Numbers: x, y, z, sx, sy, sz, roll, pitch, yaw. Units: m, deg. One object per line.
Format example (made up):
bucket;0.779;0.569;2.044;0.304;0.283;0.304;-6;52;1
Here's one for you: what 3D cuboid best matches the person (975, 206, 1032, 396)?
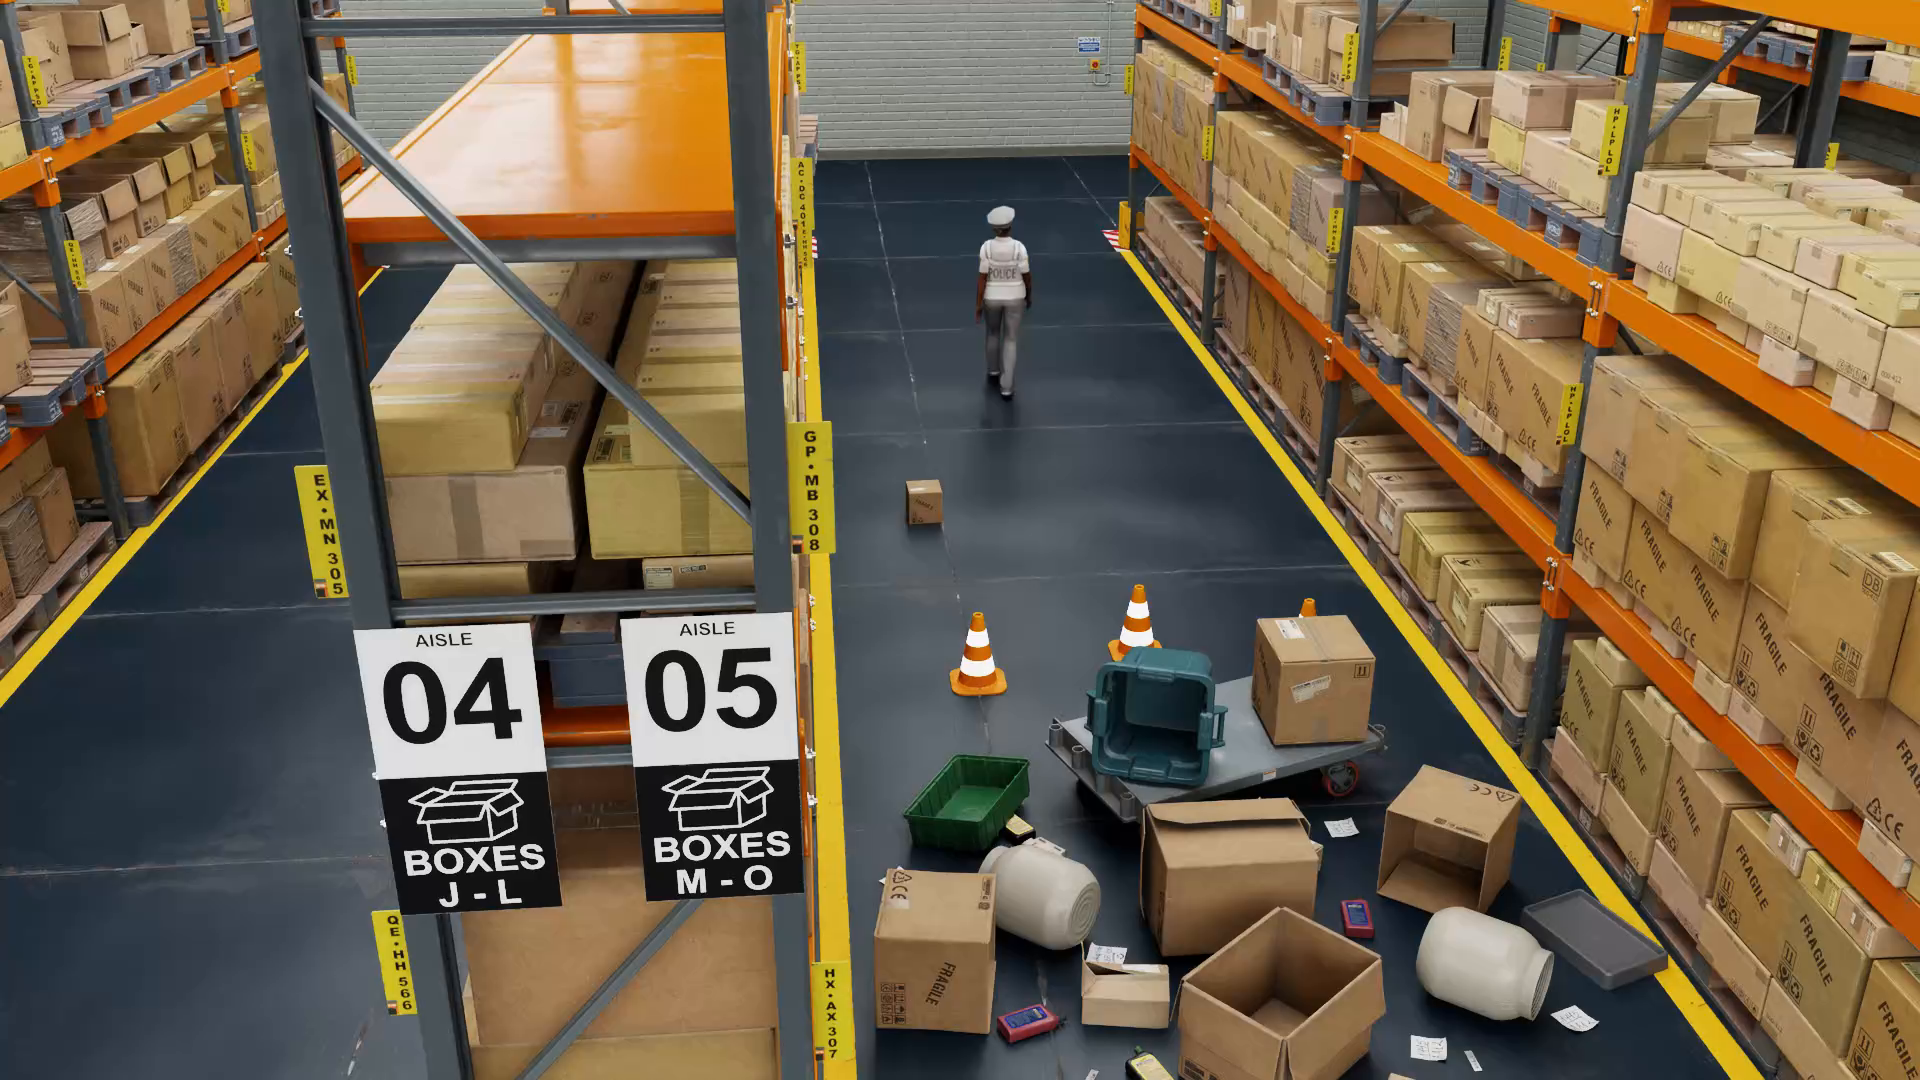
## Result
person;0.403;-2.186;14.996;0.486;1.683;0.824;3;24;7
